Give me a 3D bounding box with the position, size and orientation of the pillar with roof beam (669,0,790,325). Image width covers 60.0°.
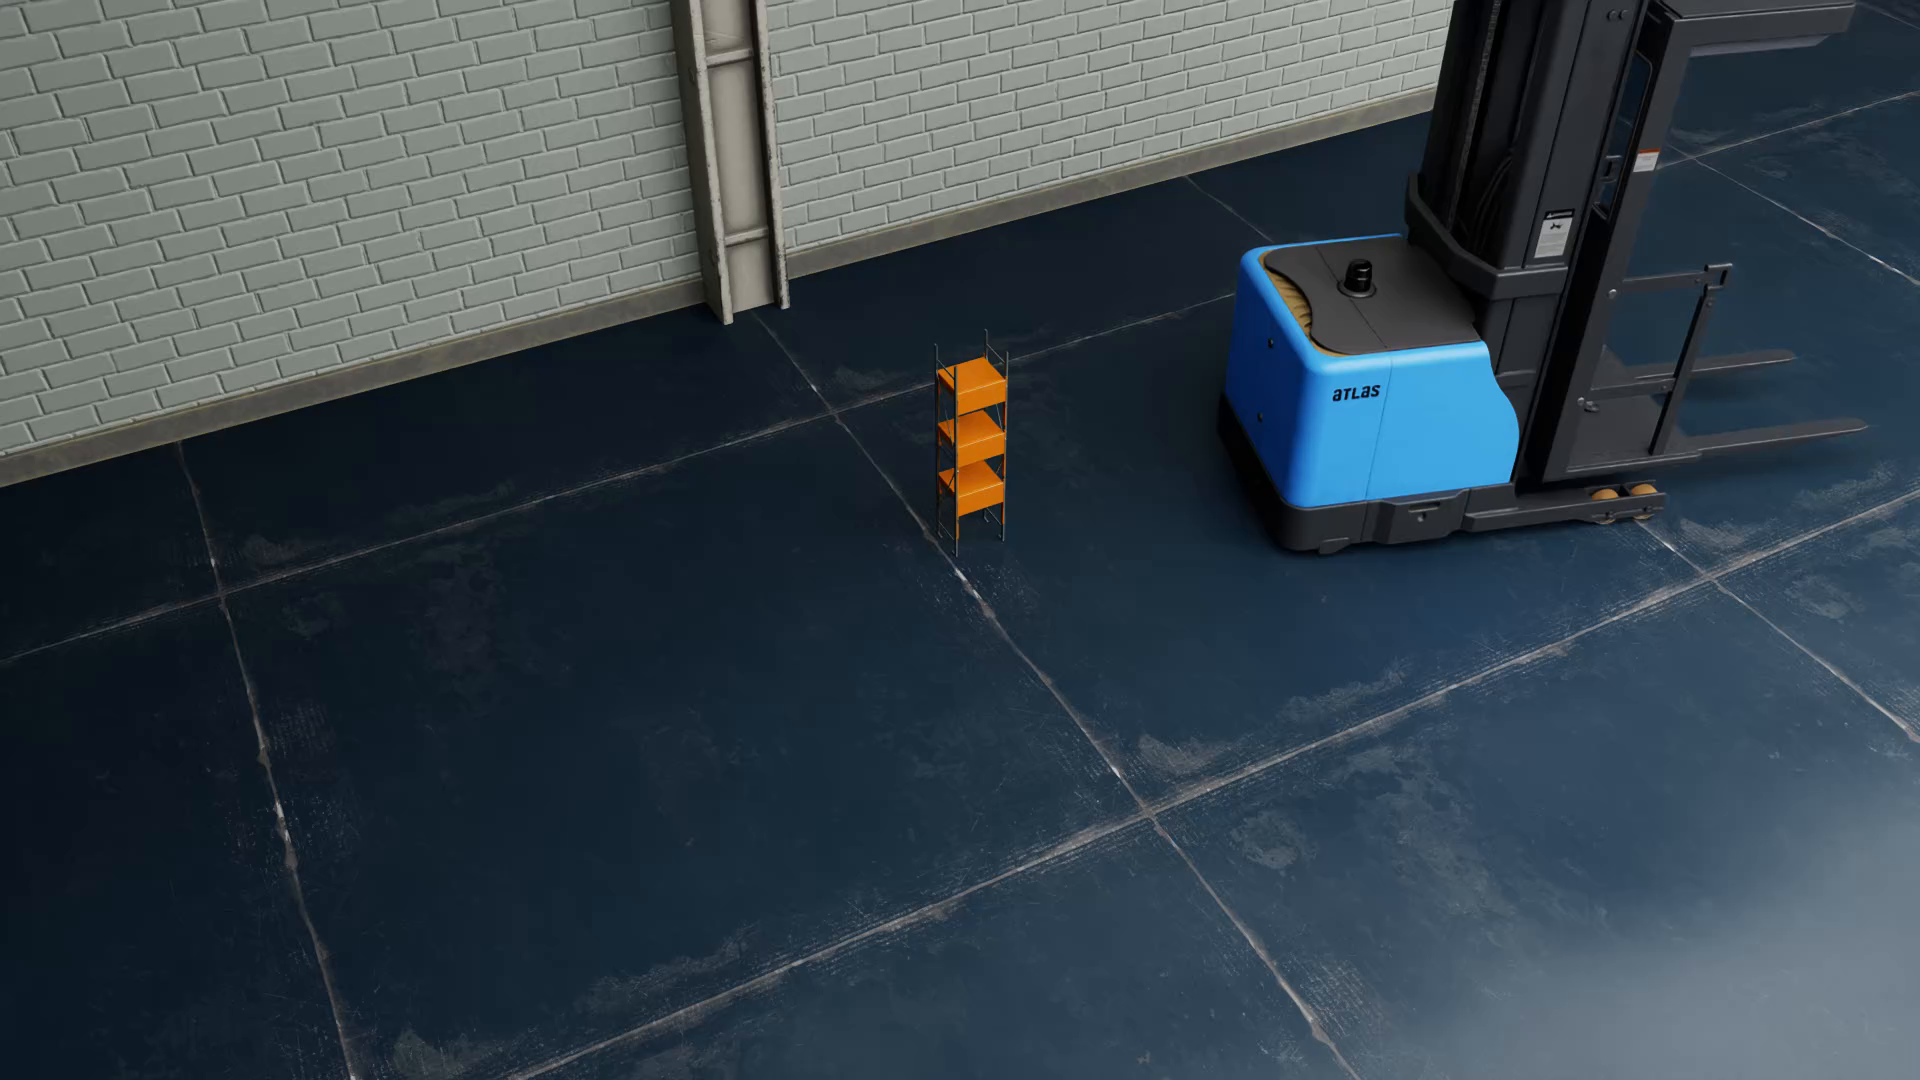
[{"bbox_3d":[0.796,-2.296,3.486,0.400,9.000,9.100,-19,44,-21],"label":"pillar with roof beam"}]

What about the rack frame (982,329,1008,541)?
[{"bbox_3d":[0.156,-0.453,7.462,0.008,1.050,0.200,-19,44,-21],"label":"rack frame"}]

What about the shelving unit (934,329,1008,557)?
[{"bbox_3d":[0.047,-0.417,7.419,0.252,1.050,0.215,-19,44,-21],"label":"shelving unit"}]

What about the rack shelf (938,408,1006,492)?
[{"bbox_3d":[0.047,-0.409,7.425,0.240,0.259,0.215,-19,44,-21],"label":"rack shelf"}]

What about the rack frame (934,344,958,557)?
[{"bbox_3d":[-0.061,-0.380,7.376,0.008,1.050,0.200,-19,44,-21],"label":"rack frame"}]

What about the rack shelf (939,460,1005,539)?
[{"bbox_3d":[0.047,-0.196,7.605,0.240,0.259,0.215,-19,44,-21],"label":"rack shelf"}]

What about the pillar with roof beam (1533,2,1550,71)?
[{"bbox_3d":[6.118,-4.087,5.602,0.400,9.000,9.100,-19,44,-21],"label":"pillar with roof beam"}]

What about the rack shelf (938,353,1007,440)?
[{"bbox_3d":[0.047,-0.625,7.242,0.240,0.259,0.215,-19,44,-21],"label":"rack shelf"}]

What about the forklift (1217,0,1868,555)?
[{"bbox_3d":[2.846,-1.522,7.268,3.031,2.935,1.130,-7,41,-8],"label":"forklift"}]
